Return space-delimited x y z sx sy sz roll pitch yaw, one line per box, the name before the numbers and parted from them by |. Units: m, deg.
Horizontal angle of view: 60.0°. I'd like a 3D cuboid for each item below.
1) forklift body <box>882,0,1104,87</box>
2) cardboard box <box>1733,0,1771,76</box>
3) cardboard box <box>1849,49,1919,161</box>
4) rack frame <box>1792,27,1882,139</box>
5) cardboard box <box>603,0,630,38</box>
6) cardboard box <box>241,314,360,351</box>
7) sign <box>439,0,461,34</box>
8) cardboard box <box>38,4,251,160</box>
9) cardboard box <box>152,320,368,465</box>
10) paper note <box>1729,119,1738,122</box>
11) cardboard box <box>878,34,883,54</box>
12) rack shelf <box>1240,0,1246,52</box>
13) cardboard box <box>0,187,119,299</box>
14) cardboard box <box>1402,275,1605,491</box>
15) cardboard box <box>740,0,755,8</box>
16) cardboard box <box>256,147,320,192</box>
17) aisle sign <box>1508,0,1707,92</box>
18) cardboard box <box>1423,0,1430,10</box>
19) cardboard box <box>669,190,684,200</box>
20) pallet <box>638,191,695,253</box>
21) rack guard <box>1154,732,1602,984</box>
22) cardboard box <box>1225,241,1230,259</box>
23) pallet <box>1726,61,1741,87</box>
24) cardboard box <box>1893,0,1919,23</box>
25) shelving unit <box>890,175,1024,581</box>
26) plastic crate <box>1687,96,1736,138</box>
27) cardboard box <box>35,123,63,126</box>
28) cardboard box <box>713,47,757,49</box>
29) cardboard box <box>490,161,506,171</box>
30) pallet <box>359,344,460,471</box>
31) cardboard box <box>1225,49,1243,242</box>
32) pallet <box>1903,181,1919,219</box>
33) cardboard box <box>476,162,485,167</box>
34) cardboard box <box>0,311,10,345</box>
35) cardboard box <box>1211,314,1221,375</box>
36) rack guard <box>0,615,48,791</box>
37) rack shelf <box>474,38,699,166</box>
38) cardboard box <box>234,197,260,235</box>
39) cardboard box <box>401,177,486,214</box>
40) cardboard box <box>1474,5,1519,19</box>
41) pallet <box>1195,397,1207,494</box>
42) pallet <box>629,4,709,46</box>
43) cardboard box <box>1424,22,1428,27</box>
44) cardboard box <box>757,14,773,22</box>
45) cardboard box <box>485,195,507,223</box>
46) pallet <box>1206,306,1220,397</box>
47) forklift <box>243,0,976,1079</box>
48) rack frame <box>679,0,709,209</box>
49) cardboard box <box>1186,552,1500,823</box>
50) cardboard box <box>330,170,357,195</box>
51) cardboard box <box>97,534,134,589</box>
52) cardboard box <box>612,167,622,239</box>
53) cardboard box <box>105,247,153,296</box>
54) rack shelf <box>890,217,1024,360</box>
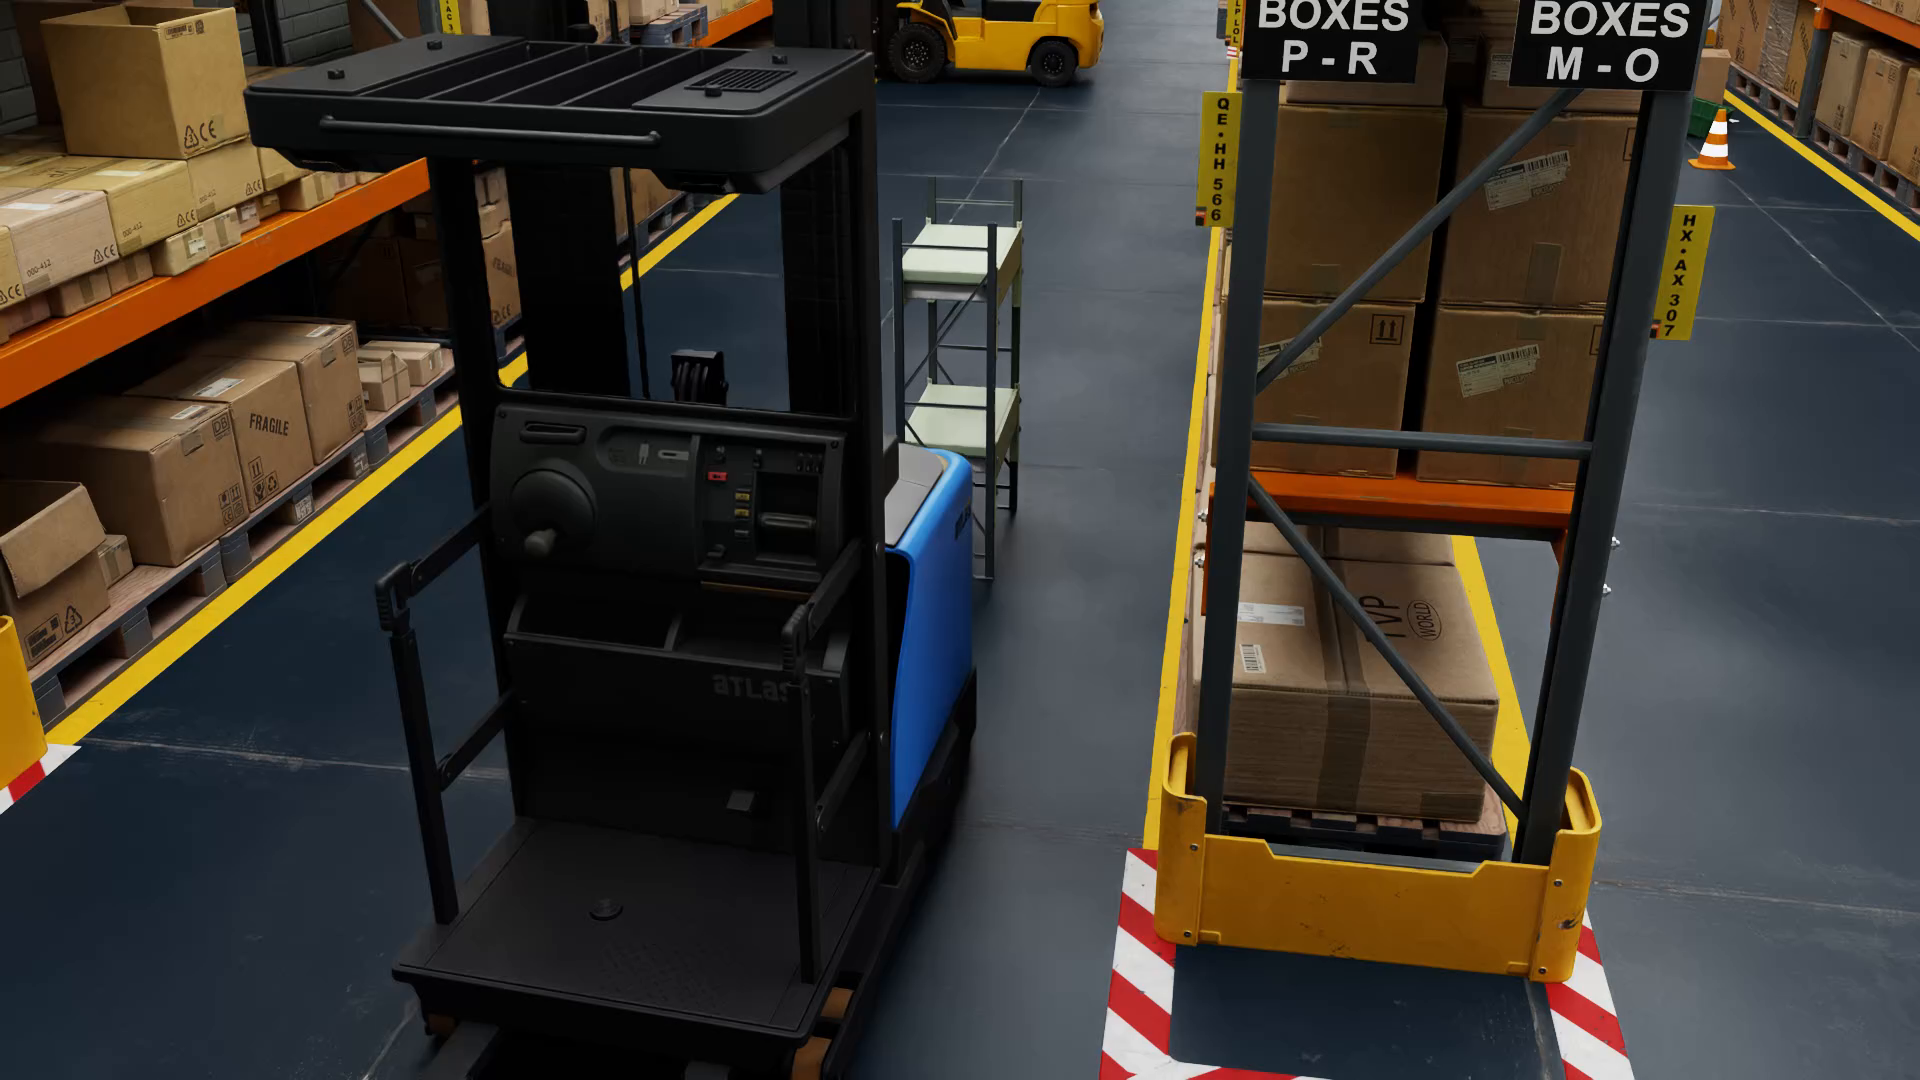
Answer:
forklift body | 0.370 -5.975 17.479 2.313 2.155 1.214 4 25 9
cardboard box | 8.491 -5.208 16.848 0.875 0.875 0.875 4 25 8
cardboard box | 7.850 -3.465 13.274 1.050 0.750 0.750 4 25 9
rack frame | 8.024 -4.963 14.315 1.000 3.000 0.127 4 25 9
cardboard box | -2.511 -3.475 10.518 0.797 0.503 0.637 3 25 7
cardboard box | -3.422 -0.973 8.466 0.500 0.311 0.500 5 26 10
sign | -2.544 -2.618 8.284 0.100 0.325 0.005 4 25 9
cardboard box | -3.150 -1.792 6.482 0.500 0.500 0.500 5 25 10
cardboard box | -3.193 -0.684 7.626 0.700 0.500 0.500 3 25 7
paper note | 7.241 -3.963 15.679 0.147 0.020 0.142 -14 29 -27
cardboard box | -1.129 -5.371 17.934 0.500 0.250 0.500 5 26 10
rack shelf | 1.490 -2.114 5.539 1.077 0.370 4.000 4 25 9
cardboard box | -3.312 -1.036 5.751 0.500 0.250 0.500 4 25 9
cardboard box | 1.525 -0.471 4.601 0.500 0.500 0.500 4 25 8
cardboard box | -1.949 -4.460 13.417 0.500 0.250 0.500 3 25 7
cardboard box | -3.085 -1.679 7.125 0.500 0.250 0.500 4 25 8
aisle sign | 1.438 -1.372 3.577 0.394 0.787 0.004 4 25 9
cardboard box | 1.784 -1.925 5.762 0.380 0.149 0.250 4 25 9
cardboard box | -2.284 -2.800 12.146 0.500 0.500 0.500 5 26 10
pallet | -2.586 -2.361 12.045 1.003 0.211 1.213 4 25 9
rack guard | 1.159 0.897 4.744 1.175 0.500 0.348 4 25 9
cardboard box | 1.152 -0.935 5.592 0.500 0.500 0.500 5 26 10
pallet | 8.625 -5.033 17.754 1.003 0.211 1.213 4 25 9
cardboard box | 7.424 -4.175 12.513 0.500 0.500 0.500 4 25 9
shelving unit | 0.001 -0.682 6.938 0.431 1.500 0.755 4 25 9
plastic crate | 6.760 -3.879 15.248 0.450 0.188 0.662 29 36 30
cardboard box | -3.589 -1.713 7.197 0.500 0.250 0.500 5 25 10
cardboard box | -2.103 -3.863 14.271 0.875 0.625 0.625 3 25 6
cardboard box | -2.651 -2.191 10.080 0.380 0.149 0.250 4 25 8
pallet | -3.194 -0.710 8.518 1.003 0.211 1.213 4 25 9
cardboard box | 1.064 -1.182 4.940 0.500 0.500 0.500 4 25 9
pallet | 7.574 -2.352 12.026 1.003 0.211 1.213 4 25 9
cardboard box | -3.122 -2.219 10.141 0.380 0.149 0.250 5 25 10
cardboard box | -3.414 -0.702 5.507 0.380 0.149 0.250 5 25 10
cardboard box | 1.608 -0.693 7.718 0.875 0.438 0.875 4 25 8
rack guard | -3.722 0.513 5.565 1.175 0.500 0.348 4 25 9
rack shelf | -2.754 -2.771 10.480 1.077 0.370 4.000 4 25 9
cardboard box | -3.153 -1.352 6.896 0.380 0.149 0.250 4 25 8
cardboard box | -2.819 -1.883 9.071 0.380 0.149 0.250 4 25 8
cardboard box | 1.623 -1.382 4.601 0.380 0.149 0.250 5 26 10
pallet | 1.615 -0.342 7.733 1.003 0.211 1.213 4 25 9
pallet | -2.468 -3.558 11.539 1.213 0.211 1.003 4 25 9
cardboard box | 1.677 -1.357 5.313 0.500 0.500 0.500 4 25 8
cardboard box | -1.884 -5.223 16.439 0.500 0.250 0.500 5 25 10
cardboard box | -2.791 -1.865 9.384 0.380 0.149 0.250 3 25 7
pallet | 1.869 -0.983 9.101 1.003 0.211 1.213 4 25 9
forklift | -0.786 -0.082 3.968 1.130 2.935 3.031 6 26 12
rack frame | -2.427 -3.933 12.115 1.000 3.000 0.127 4 25 9
cardboard box | 1.172 0.442 5.294 0.875 0.438 0.875 3 25 7
cardboard box | -2.993 -1.667 7.570 0.380 0.149 0.250 5 25 10
cardboard box | -3.433 0.089 6.388 0.380 0.149 0.250 3 25 6
cardboard box | -2.525 -2.153 10.766 0.500 0.500 0.500 3 25 7
cardboard box | -3.266 -1.027 6.202 0.380 0.149 0.250 4 25 9
rack shelf | 0.001 -1.036 6.773 0.431 0.370 0.720 4 25 9
